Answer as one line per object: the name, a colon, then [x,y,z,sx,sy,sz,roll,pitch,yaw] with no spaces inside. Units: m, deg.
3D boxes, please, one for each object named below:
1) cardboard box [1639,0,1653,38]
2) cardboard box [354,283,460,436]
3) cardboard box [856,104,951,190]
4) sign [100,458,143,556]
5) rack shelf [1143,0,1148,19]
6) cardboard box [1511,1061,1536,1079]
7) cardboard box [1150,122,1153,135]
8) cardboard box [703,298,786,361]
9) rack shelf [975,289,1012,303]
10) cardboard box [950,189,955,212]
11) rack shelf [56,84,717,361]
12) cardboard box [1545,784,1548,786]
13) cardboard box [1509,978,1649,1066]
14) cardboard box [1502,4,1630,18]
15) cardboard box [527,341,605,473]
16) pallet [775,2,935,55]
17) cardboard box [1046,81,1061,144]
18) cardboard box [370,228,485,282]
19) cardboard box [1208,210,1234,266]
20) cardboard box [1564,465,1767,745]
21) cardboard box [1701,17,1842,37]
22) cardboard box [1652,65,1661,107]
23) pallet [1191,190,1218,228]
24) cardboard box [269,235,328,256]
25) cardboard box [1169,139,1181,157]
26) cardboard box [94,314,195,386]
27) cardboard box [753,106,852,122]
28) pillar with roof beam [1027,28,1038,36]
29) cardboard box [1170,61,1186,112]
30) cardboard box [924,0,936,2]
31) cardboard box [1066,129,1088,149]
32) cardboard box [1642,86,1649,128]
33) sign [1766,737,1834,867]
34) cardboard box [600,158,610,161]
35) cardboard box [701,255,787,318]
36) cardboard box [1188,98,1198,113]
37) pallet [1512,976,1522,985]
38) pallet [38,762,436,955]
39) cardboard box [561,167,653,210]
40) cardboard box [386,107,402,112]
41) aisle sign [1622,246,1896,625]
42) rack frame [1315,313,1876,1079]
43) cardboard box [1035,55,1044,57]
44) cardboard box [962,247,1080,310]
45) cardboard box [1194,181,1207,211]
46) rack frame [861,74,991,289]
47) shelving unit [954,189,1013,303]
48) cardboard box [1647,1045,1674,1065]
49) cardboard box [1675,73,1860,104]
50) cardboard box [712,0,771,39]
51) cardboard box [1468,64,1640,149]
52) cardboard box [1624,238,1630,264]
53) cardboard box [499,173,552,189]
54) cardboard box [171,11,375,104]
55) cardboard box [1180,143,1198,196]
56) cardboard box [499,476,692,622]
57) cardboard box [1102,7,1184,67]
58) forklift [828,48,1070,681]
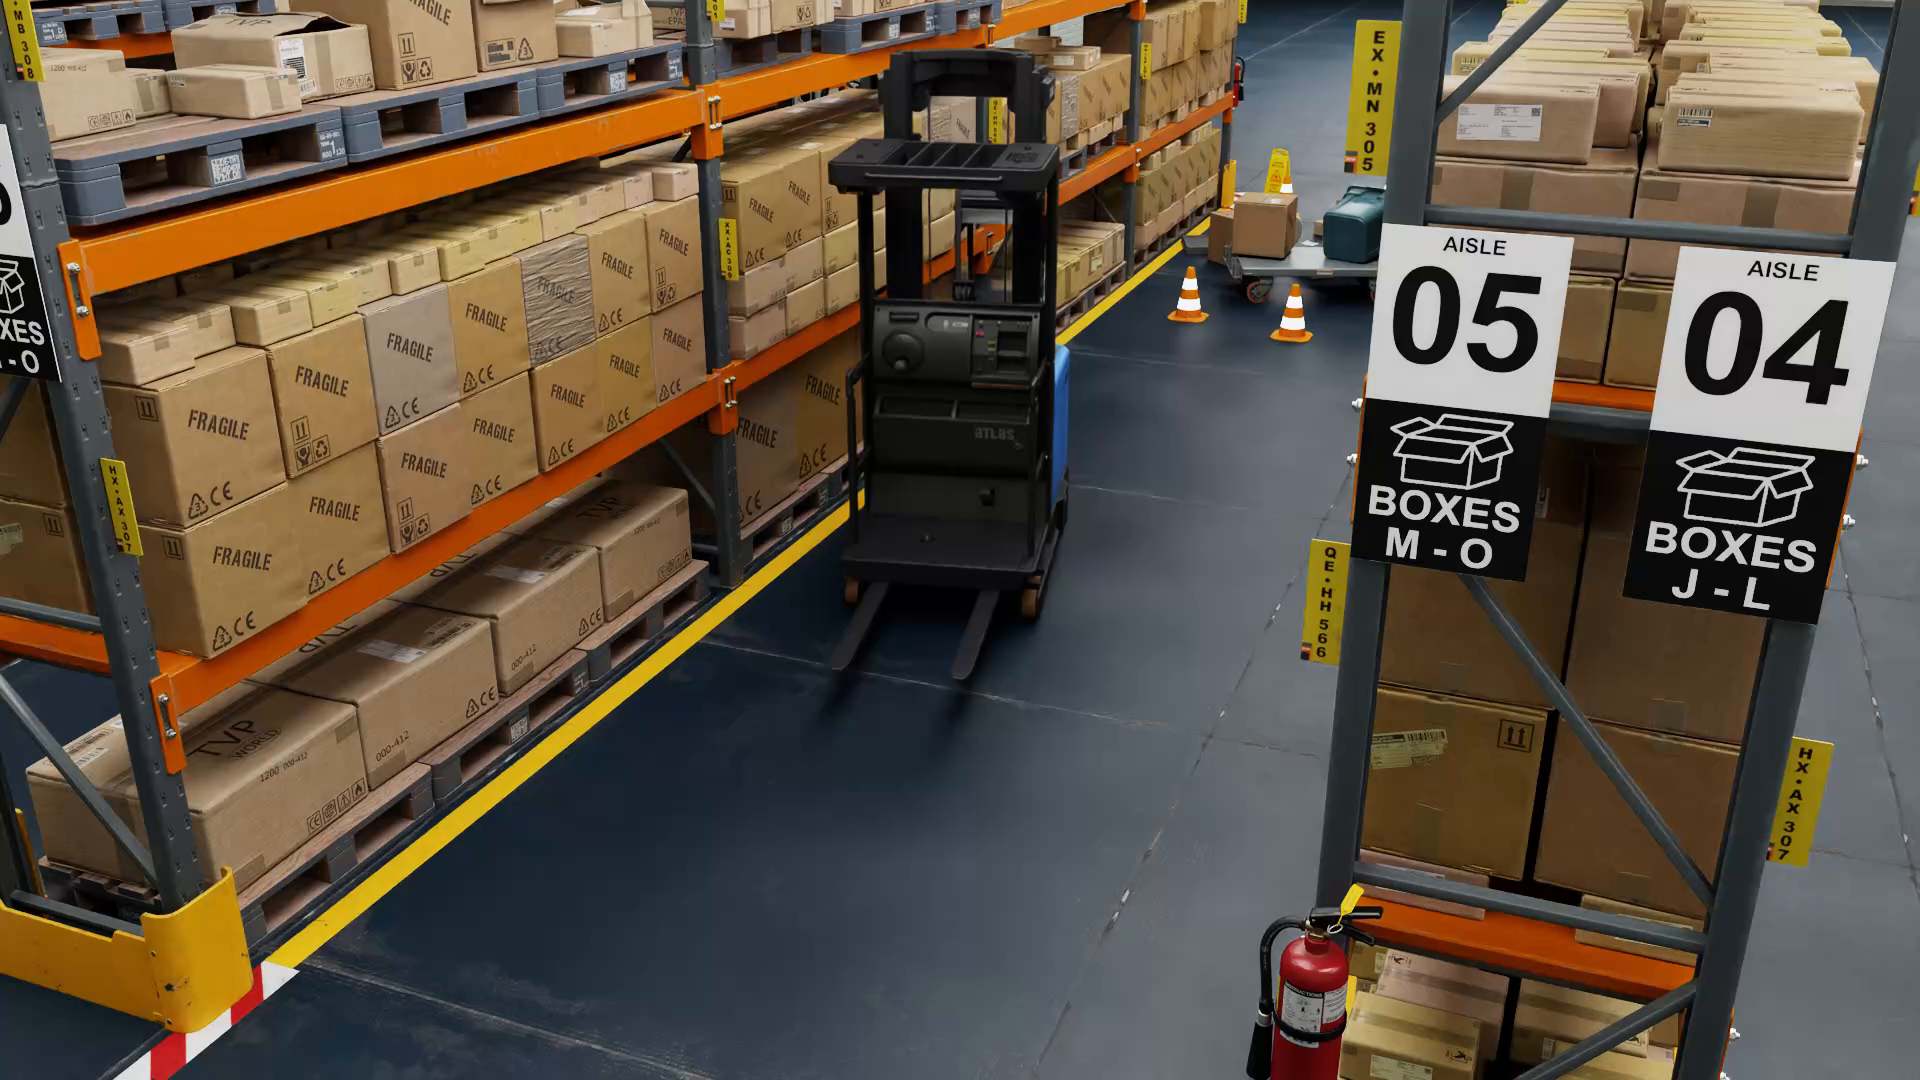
cardboard box: [2.386,-1.980,6.234,0.380,0.149,0.250,9,24,19]
cardboard box: [-2.416,-0.761,6.753,0.500,0.500,0.500,9,24,20]
cardboard box: [-0.389,-2.714,11.429,0.500,0.500,0.500,9,24,21]
sign: [-2.715,-0.105,5.385,0.100,0.325,0.005,9,24,20]
rack shelf: [1.972,-5.813,17.317,1.077,0.370,4.000,9,24,20]
cardboard box: [1.918,1.796,5.212,0.380,0.149,0.250,9,24,20]
cardboard box: [1.690,-4.094,16.485,0.380,0.149,0.250,10,24,22]
cardboard box: [-1.334,-1.233,9.504,0.500,0.250,0.500,8,24,19]
rack shelf: [0.212,-1.350,10.792,0.431,0.518,0.480,4,23,9]
cardboard box: [-0.200,-2.566,12.046,0.500,0.250,0.500,9,24,20]
rack shelf: [-2.485,-1.519,7.036,1.077,0.370,4.000,9,24,20]
cardboard box: [2.005,0.670,5.079,0.380,0.149,0.250,10,25,23]
cardboard box: [1.906,1.514,5.116,0.380,0.149,0.250,9,24,21]
cardboard box: [2.025,-1.707,5.581,0.380,0.149,0.250,10,25,23]
cardboard box: [-2.036,-0.659,7.806,0.500,0.500,0.500,8,24,19]
pallet: [-0.859,-3.272,10.545,1.003,0.211,1.213,10,25,22]
cardboard box: [0.504,-3.497,13.671,0.500,0.500,0.500,9,24,21]
cardboard box: [-2.224,-1.194,6.949,0.380,0.149,0.250,8,24,19]
cardboard box: [2.891,-3.082,16.976,0.500,0.500,0.500,-12,25,-26]
cardboard box: [1.819,0.154,4.176,0.500,0.500,0.500,9,24,20]
cardboard box: [2.497,-1.528,5.154,0.380,0.149,0.250,8,24,19]
cardboard box: [2.388,-1.291,5.104,0.500,0.250,0.500,8,24,18]
pallet: [2.352,-3.877,19.258,1.003,0.211,1.213,9,24,20]
cardboard box: [-2.858,-1.179,6.913,0.380,0.149,0.250,9,24,21]
cardboard box: [2.088,-4.105,17.394,0.380,0.149,0.250,10,25,23]
cardboard box: [-2.839,-0.645,5.634,0.380,0.149,0.250,9,24,21]
cardboard box: [-1.048,-2.618,11.199,0.500,0.500,0.500,9,24,22]
pillar with roof beam: [5.464,-12.512,28.529,9.100,9.000,0.400,9,24,20]
cardboard box: [2.015,-4.707,17.111,0.500,0.500,0.500,9,24,20]
cardboard box: [-0.448,-3.856,11.024,0.700,0.500,0.500,8,24,17]
cardboard box: [0.902,-3.536,14.606,0.380,0.149,0.250,9,24,20]
cardboard box: [1.722,-1.191,4.865,0.500,0.250,0.500,9,24,21]
sign: [1.909,0.600,3.799,0.100,0.325,0.005,9,24,20]
cardboard box: [-3.564,-3.664,17.667,0.875,0.625,0.625,10,25,22]
cardboard box: [-1.317,-1.461,9.402,0.500,0.250,0.500,8,24,19]
cardboard box: [2.365,-4.729,18.005,0.380,0.149,0.250,9,24,20]
pallet: [2.223,1.460,6.480,1.003,0.211,1.213,9,24,20]
pallet: [-3.004,1.238,7.012,1.003,0.211,1.213,9,24,20]
cardboard box: [-1.760,-1.755,8.290,0.380,0.149,0.250,9,24,21]
cardboard box: [-4.933,-3.814,14.518,0.380,0.149,0.250,10,25,22]
aisle sign: [1.657,-0.209,3.486,0.394,0.787,0.004,9,24,20]
rack frame: [1.405,0.921,4.152,1.000,3.000,0.127,9,24,20]
cardboard box: [0.789,-4.296,15.582,0.500,0.500,0.500,9,24,21]
cardboard box: [0.516,-2.332,14.805,0.950,0.372,0.625,10,25,22]
cardboard box: [2.465,-3.890,18.693,0.500,0.250,0.500,9,24,20]
rack frame: [-0.256,-2.614,12.616,1.000,3.000,0.127,9,24,20]
shelving unit: [0.212,-1.362,10.787,0.431,2.100,0.503,4,23,9]
cardboard box: [1.993,1.665,5.139,0.380,0.149,0.250,9,24,20]
cardboard box: [1.848,-0.980,3.841,0.380,0.149,0.250,10,25,22]
cardboard box: [-1.231,-2.827,8.865,0.396,0.266,0.258,9,24,20]
cardboard box: [1.419,-1.046,4.000,0.380,0.149,0.250,9,24,21]
cardboard box: [2.009,-0.705,4.350,0.500,0.250,0.500,10,25,22]
cardboard box: [-2.237,-1.722,8.212,0.380,0.149,0.250,8,24,19]
cardboard box: [-2.626,-1.862,6.366,0.500,0.311,0.500,9,24,21]
cardboard box: [2.275,-4.057,18.120,0.500,0.500,0.500,8,24,19]
cardboard box: [-2.075,0.015,9.101,0.875,0.438,0.875,8,24,19]
cardboard box: [1.804,-4.996,16.506,0.700,0.500,0.500,9,24,20]
forklift: [-0.055,-1.067,9.002,1.130,2.935,3.031,4,23,9]
